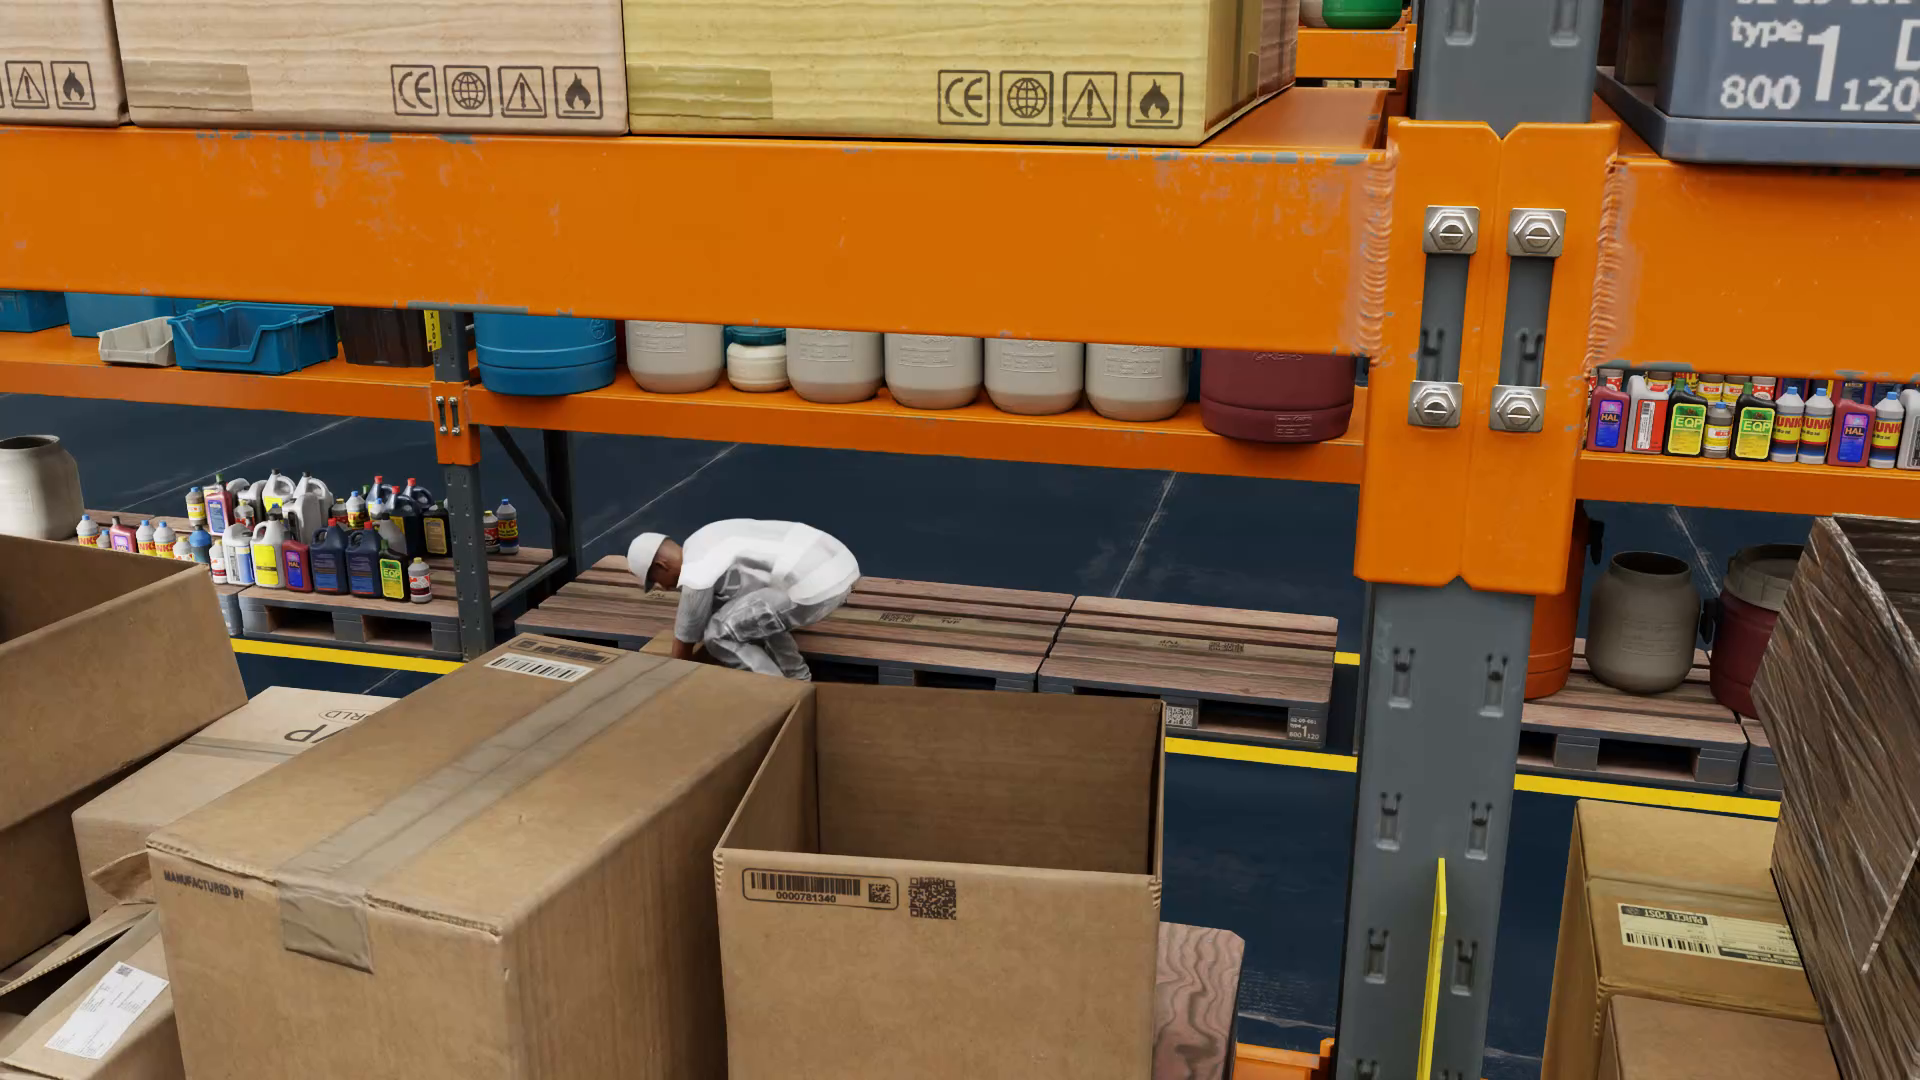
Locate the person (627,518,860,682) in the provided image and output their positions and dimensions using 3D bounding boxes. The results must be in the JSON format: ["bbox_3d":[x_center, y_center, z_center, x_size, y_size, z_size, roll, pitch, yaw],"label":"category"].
[{"bbox_3d":[-0.932,0.335,7.091,0.991,0.839,0.538,4,19,12],"label":"person"}]
